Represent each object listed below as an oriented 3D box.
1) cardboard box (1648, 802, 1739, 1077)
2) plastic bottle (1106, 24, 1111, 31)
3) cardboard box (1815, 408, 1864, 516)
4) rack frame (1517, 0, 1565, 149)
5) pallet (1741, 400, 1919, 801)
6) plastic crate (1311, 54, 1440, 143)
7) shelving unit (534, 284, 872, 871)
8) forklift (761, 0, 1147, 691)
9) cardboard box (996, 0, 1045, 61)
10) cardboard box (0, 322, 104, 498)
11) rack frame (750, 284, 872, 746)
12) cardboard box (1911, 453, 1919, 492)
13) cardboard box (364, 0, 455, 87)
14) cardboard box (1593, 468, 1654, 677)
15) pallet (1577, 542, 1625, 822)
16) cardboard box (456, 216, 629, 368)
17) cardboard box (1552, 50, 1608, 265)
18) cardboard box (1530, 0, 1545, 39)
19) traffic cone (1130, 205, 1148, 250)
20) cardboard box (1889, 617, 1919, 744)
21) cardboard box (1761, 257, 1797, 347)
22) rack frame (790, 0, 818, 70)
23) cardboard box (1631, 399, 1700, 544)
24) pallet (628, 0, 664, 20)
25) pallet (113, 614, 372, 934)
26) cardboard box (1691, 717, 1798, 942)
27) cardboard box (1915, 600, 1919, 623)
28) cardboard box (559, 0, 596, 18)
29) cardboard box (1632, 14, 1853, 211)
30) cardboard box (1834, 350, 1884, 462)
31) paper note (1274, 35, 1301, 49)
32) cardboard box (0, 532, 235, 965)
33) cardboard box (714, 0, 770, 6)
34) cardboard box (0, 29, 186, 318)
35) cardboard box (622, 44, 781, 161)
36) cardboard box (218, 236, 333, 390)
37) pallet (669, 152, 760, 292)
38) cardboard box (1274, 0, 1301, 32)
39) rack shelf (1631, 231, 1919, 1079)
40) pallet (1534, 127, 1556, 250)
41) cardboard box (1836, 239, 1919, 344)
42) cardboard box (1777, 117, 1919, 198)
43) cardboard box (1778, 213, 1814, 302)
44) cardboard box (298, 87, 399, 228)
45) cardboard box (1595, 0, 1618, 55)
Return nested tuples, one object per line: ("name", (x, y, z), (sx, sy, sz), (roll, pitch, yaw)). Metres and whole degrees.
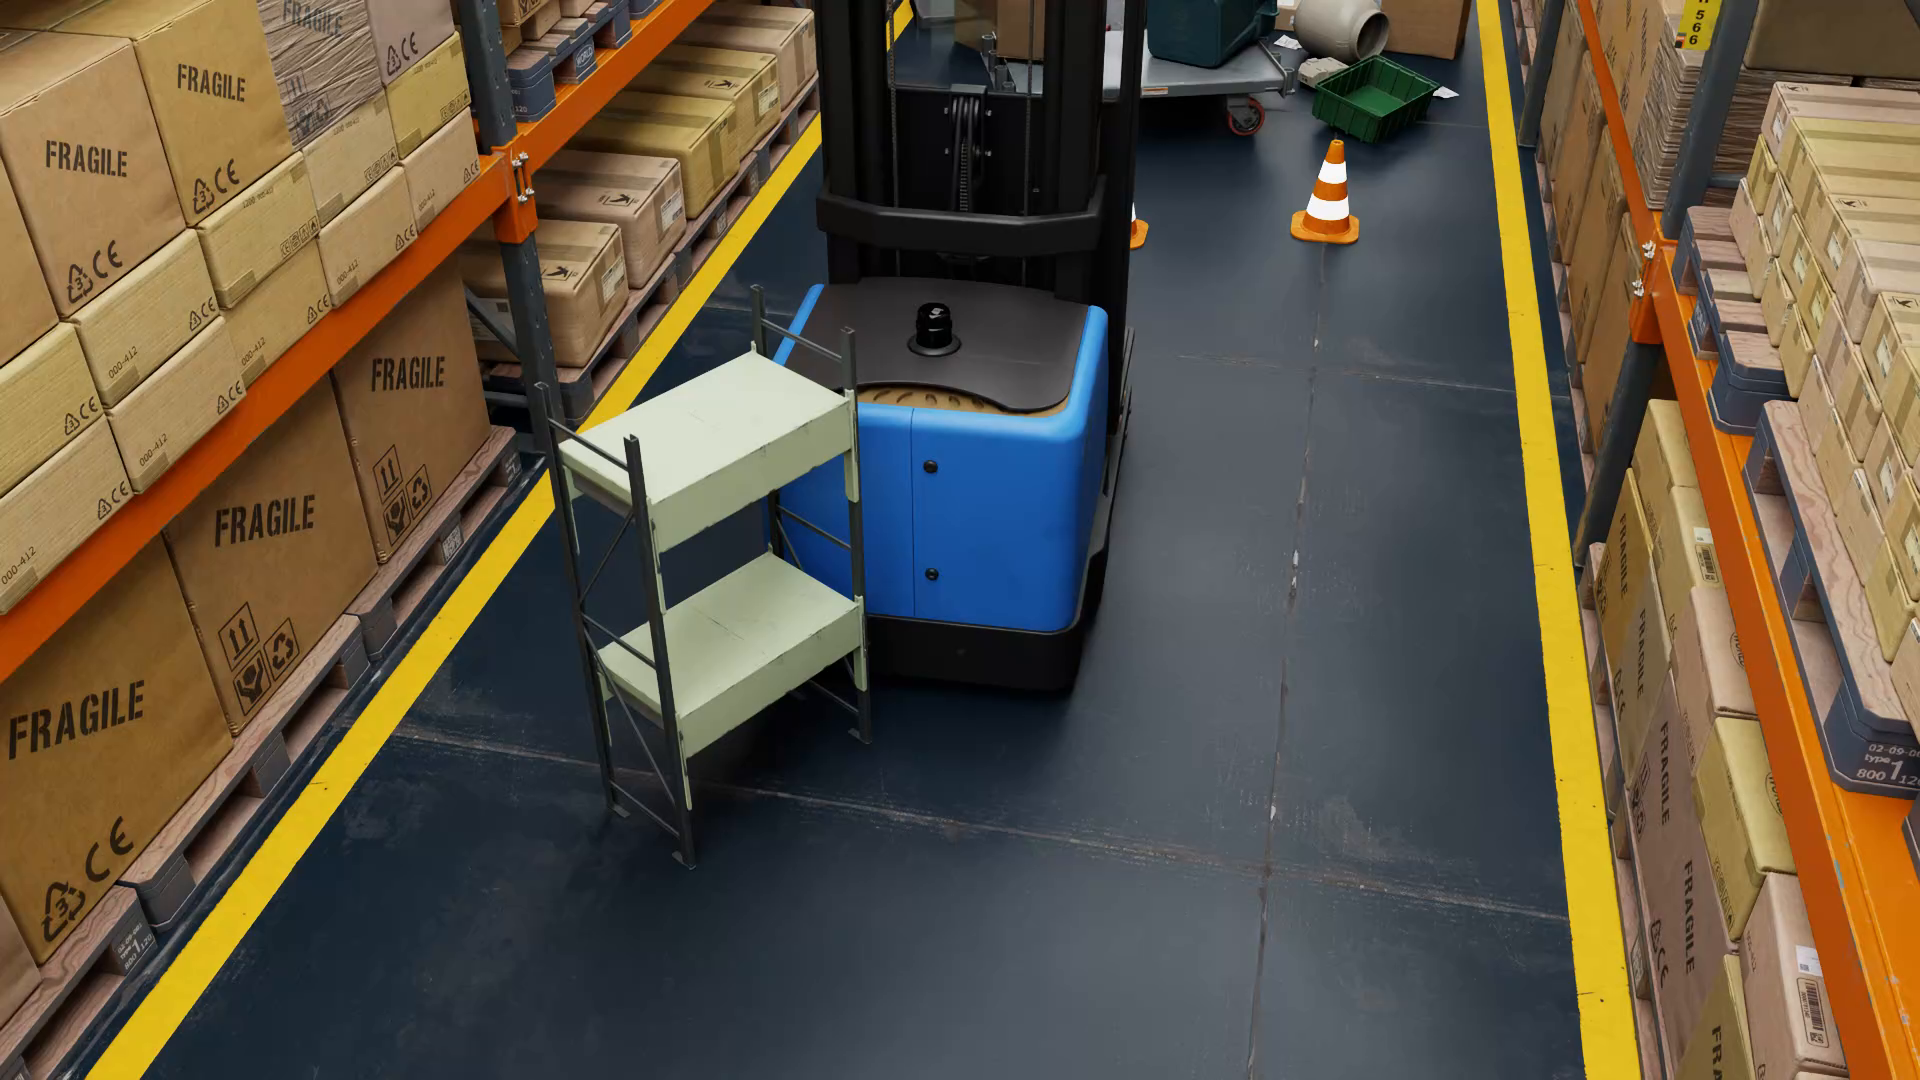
("cardboard box", (2.038, 1.011, 4.071), (0.500, 0.500, 0.500), (7, 36, 9))
("plastic bottle", (0.861, -3.252, 10.684), (0.133, 0.061, 0.283), (14, 38, 18))
("cardboard box", (2.182, -0.158, 3.768), (0.380, 0.149, 0.250), (8, 37, 11))
("rack frame", (3.611, -3.374, 8.349), (1.000, 3.000, 0.127), (7, 37, 10))
("pallet", (2.374, 0.137, 3.669), (1.003, 0.211, 1.213), (7, 37, 10))
("plastic crate", (2.368, -2.523, 9.522), (0.450, 0.188, 0.662), (36, 48, 26))
("shelving unit", (-0.685, 0.128, 4.796), (0.431, 1.500, 0.755), (28, 45, 33))
("forklift", (0.105, -1.551, 5.893), (1.130, 2.935, 3.031), (6, 36, 8))
("cardboard box", (0.499, -3.025, 9.353), (0.500, 0.500, 0.500), (7, 37, 10))
("cardboard box", (-2.368, -0.297, 3.806), (0.500, 0.250, 0.500), (8, 37, 11))
("rack frame", (-0.437, -0.030, 5.014), (0.400, 1.500, 0.023), (28, 45, 33))
("cardboard box", (2.076, -0.099, 3.179), (0.380, 0.149, 0.250), (6, 36, 8))
("cardboard box", (-1.956, -1.760, 5.184), (0.500, 0.500, 0.500), (6, 36, 9))
("cardboard box", (2.356, 0.135, 5.280), (0.500, 0.500, 0.500), (6, 36, 8))
("pallet", (2.588, 0.496, 5.386), (1.003, 0.211, 1.213), (7, 37, 10))
("cardboard box", (-1.970, -1.072, 7.055), (0.950, 0.372, 0.625), (5, 36, 7))
("cardboard box", (3.356, -1.713, 7.617), (1.050, 0.750, 0.750), (7, 37, 10))
("cardboard box", (4.002, -3.553, 10.049), (0.875, 0.875, 0.875), (8, 37, 10))
("traffic cone", (0.771, -1.731, 8.245), (0.336, 0.463, 0.334), (7, 37, 10))
("cardboard box", (2.011, 0.296, 3.142), (0.380, 0.149, 0.250), (6, 36, 8))
("cardboard box", (2.349, -0.609, 4.391), (0.380, 0.149, 0.250), (9, 37, 12))
("rack frame", (-1.247, -3.937, 9.126), (1.000, 3.000, 0.127), (7, 37, 10))
("cardboard box", (2.373, -0.177, 5.072), (0.500, 0.250, 0.500), (6, 36, 8))
("pallet", (-1.718, -2.706, 7.591), (1.003, 0.211, 1.213), (7, 37, 10))
("pallet", (-2.606, 0.626, 5.207), (1.003, 0.211, 1.213), (7, 37, 10))
("cardboard box", (2.036, 0.694, 3.869), (0.500, 0.250, 0.500), (6, 36, 8))
("cardboard box", (2.016, 0.171, 3.060), (0.380, 0.149, 0.250), (6, 36, 8))
("cardboard box", (-1.653, -2.184, 6.563), (0.380, 0.149, 0.250), (5, 36, 7))
("cardboard box", (2.590, -1.413, 5.559), (0.500, 0.500, 0.500), (7, 37, 10))
("cardboard box", (2.183, -0.279, 3.682), (0.380, 0.149, 0.250), (7, 37, 10))
("paper note", (2.113, -3.177, 10.614), (0.172, 0.023, 0.155), (20, 41, 26))
("cardboard box", (-2.716, 0.456, 4.518), (0.875, 0.875, 0.875), (8, 37, 11))
("cardboard box", (-1.383, -3.366, 10.323), (0.500, 0.250, 0.500), (9, 37, 12))
("cardboard box", (-2.285, -0.891, 3.986), (0.500, 0.500, 0.500), (7, 36, 9))
("cardboard box", (-1.506, -2.329, 8.789), (0.950, 0.372, 0.625), (10, 37, 13))
("cardboard box", (-2.172, -0.679, 4.758), (0.500, 0.250, 0.500), (7, 37, 9))
("pallet", (-1.670, -1.659, 8.360), (1.003, 0.211, 1.213), (7, 37, 10))
("cardboard box", (2.179, -3.483, 10.830), (0.396, 0.266, 0.258), (14, 38, 18))
("rack shelf", (2.329, 0.357, 3.814), (1.077, 0.370, 4.000), (7, 37, 10))
("pallet", (3.520, -1.793, 8.544), (1.003, 0.211, 1.213), (7, 37, 10))
("cardboard box", (2.244, -0.548, 3.799), (0.380, 0.149, 0.250), (9, 37, 12))
("cardboard box", (2.414, -0.995, 4.416), (0.380, 0.149, 0.250), (6, 36, 9))
("cardboard box", (2.347, -0.709, 4.274), (0.380, 0.149, 0.250), (6, 36, 9))
("cardboard box", (-2.062, -1.181, 5.025), (0.500, 0.250, 0.500), (6, 36, 9))
("cardboard box", (2.910, -2.280, 6.755), (0.500, 0.500, 0.500), (8, 37, 11))
